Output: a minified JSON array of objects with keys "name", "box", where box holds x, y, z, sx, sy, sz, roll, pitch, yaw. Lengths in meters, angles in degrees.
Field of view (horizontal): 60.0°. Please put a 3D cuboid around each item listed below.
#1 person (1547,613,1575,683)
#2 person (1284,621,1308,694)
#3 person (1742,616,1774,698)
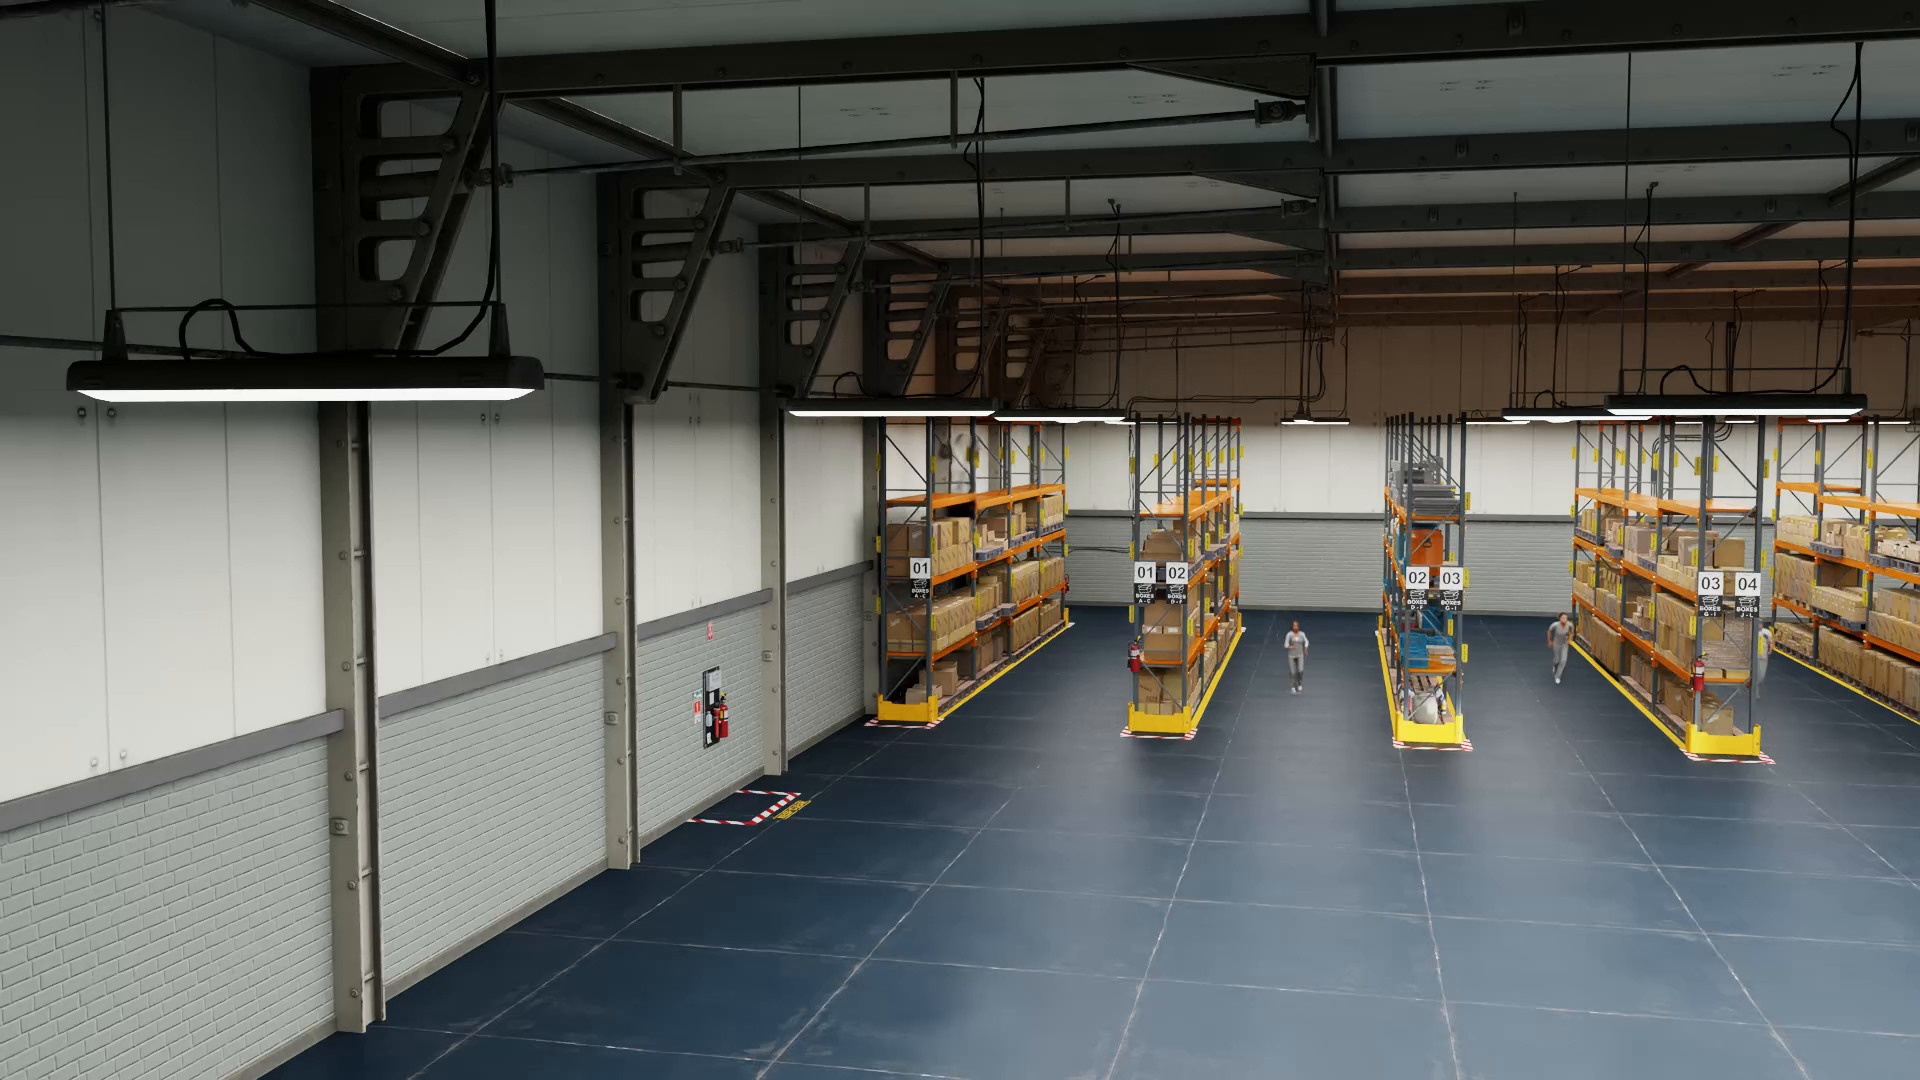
[{"name":"person","box":[13.536,2.410,37.503,0.557,1.605,0.738,0,4,4]},{"name":"person","box":[7.193,2.514,35.552,0.512,1.570,0.636,1,4,9]},{"name":"person","box":[16.904,2.473,35.207,0.649,1.755,0.629,1,4,9]}]
